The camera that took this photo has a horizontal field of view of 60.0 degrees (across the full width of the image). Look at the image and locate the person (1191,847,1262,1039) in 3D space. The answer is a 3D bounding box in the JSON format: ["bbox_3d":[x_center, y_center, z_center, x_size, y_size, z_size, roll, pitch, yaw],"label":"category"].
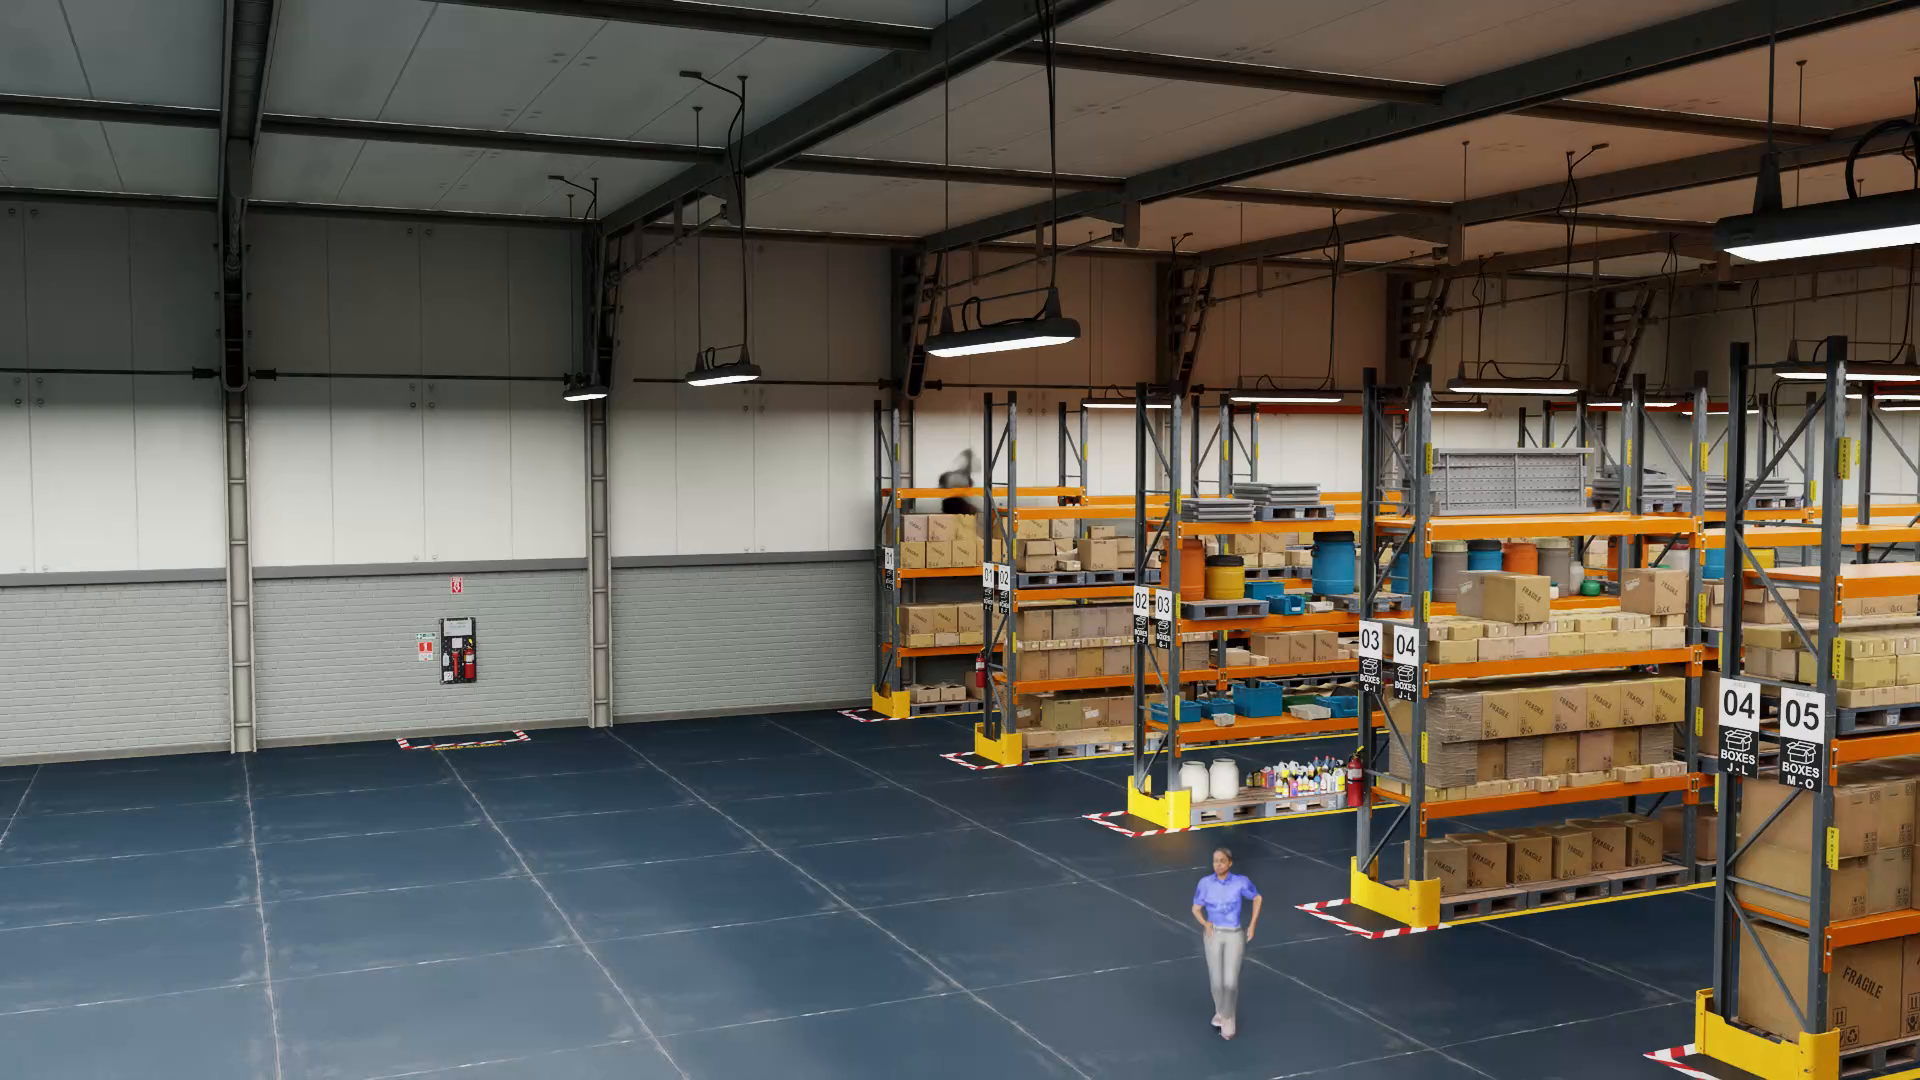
[{"bbox_3d":[2.307,3.506,14.510,0.576,1.653,0.654,1,4,20],"label":"person"}]
